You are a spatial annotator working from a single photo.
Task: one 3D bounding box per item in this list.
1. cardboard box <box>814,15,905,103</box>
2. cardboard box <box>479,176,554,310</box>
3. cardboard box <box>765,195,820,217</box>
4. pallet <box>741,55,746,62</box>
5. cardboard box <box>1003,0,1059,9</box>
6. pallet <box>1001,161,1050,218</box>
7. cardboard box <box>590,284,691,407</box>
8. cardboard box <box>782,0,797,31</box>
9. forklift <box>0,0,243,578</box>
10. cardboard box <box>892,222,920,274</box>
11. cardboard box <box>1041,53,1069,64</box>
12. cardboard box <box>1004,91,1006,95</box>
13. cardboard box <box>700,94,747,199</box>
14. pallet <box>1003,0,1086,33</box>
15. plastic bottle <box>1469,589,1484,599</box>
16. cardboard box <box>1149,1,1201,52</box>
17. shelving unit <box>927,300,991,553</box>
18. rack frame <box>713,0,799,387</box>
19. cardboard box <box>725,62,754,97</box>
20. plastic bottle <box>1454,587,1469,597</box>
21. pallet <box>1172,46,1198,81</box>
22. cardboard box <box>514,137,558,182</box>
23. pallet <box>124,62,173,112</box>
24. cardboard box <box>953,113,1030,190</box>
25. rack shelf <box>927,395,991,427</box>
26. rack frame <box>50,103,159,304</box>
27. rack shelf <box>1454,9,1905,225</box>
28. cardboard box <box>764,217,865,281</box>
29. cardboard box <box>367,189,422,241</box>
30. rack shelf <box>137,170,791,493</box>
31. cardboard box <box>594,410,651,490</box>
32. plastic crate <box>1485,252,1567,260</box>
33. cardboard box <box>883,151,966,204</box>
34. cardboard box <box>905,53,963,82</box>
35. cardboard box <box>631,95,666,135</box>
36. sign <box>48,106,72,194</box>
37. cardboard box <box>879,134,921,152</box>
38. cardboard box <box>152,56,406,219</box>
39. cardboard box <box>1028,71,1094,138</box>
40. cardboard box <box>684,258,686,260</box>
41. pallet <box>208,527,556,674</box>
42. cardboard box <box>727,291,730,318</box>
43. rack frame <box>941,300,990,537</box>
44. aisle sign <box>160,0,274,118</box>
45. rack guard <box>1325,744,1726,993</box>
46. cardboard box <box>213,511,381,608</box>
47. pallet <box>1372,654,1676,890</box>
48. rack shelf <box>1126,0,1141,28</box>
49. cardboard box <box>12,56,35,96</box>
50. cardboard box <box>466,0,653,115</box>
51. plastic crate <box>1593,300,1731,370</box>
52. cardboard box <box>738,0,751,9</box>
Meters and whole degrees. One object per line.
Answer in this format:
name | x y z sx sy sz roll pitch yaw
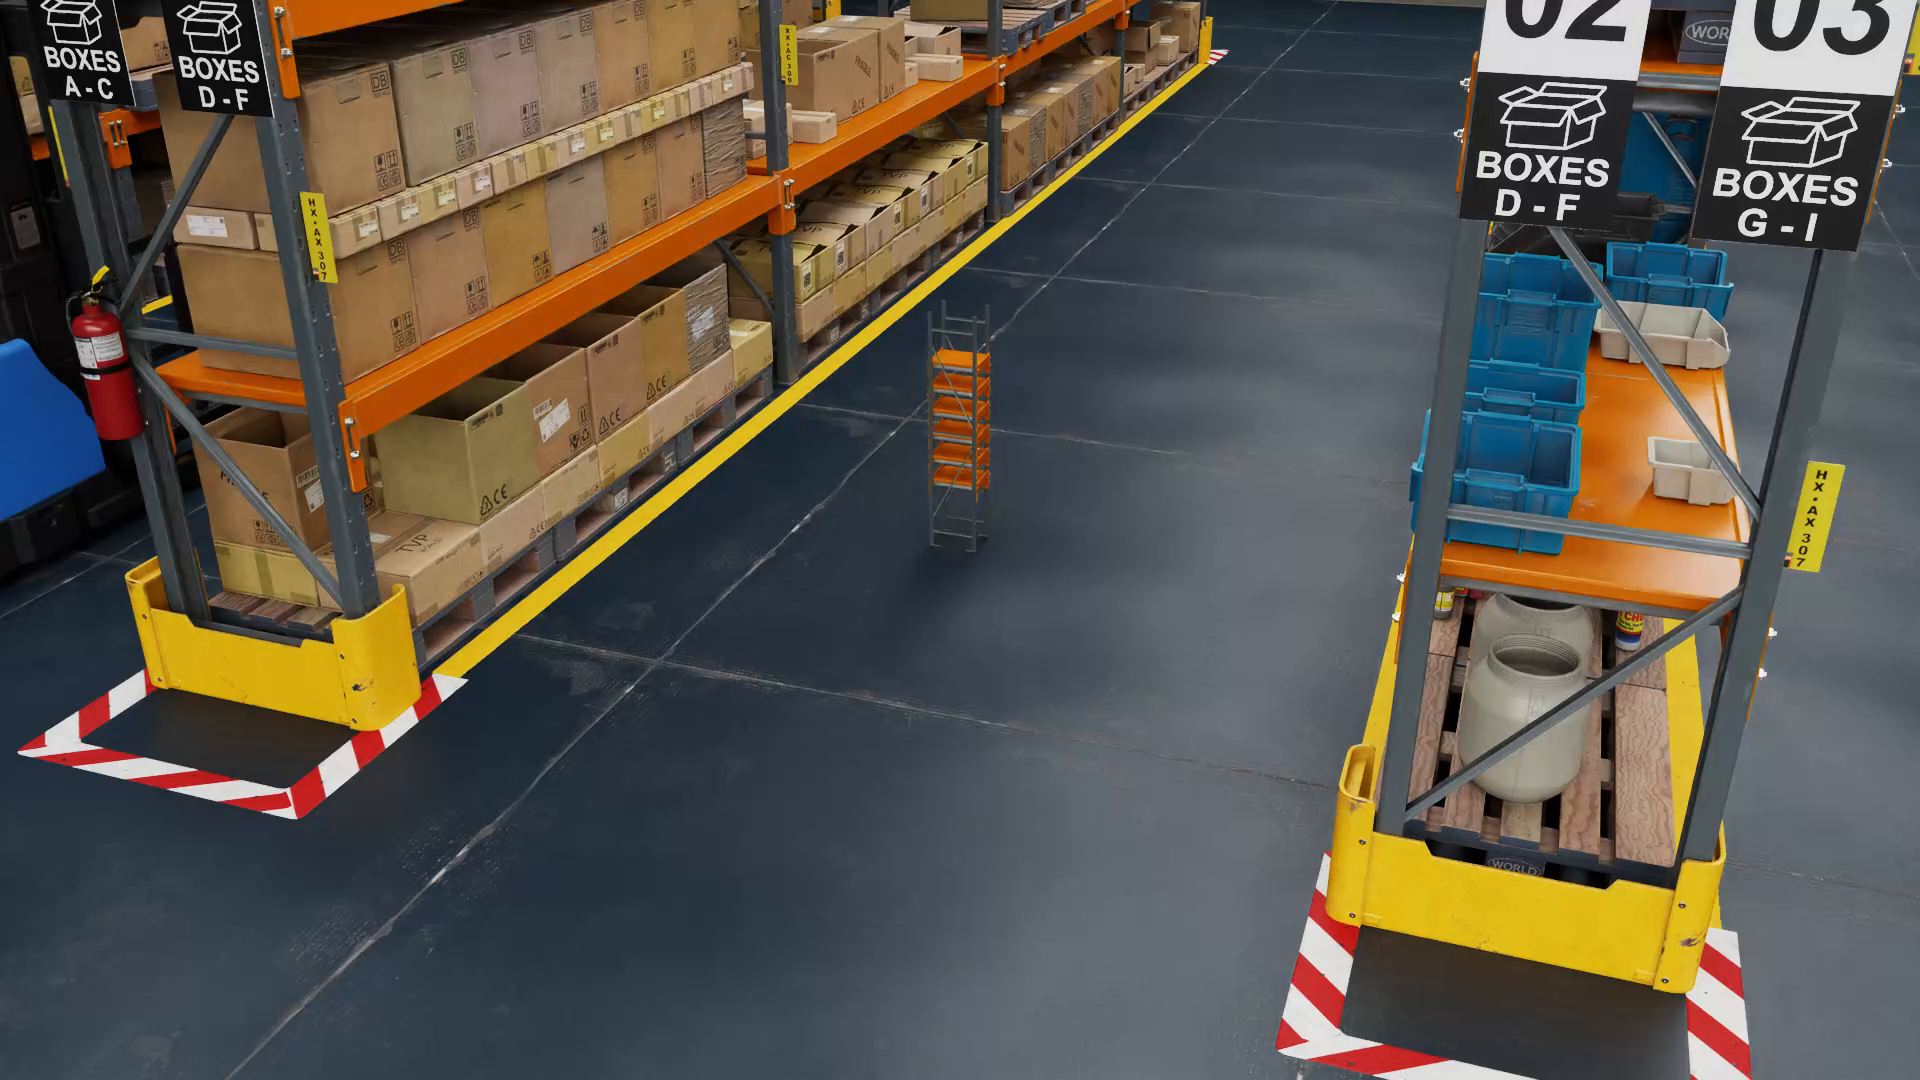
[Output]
cardboard box | -0.700 -3.381 11.676 0.500 0.500 0.500 7 27 15
cardboard box | -2.311 -1.395 7.574 0.700 0.500 0.500 9 27 18
cardboard box | -1.288 -2.215 11.413 0.500 0.311 0.500 9 27 17
pallet | -3.172 -5.435 19.232 1.003 0.211 1.213 9 27 17
cardboard box | 0.431 -4.885 14.301 0.700 0.500 0.500 14 29 27
pallet | 0.127 -3.074 14.357 1.003 0.211 1.213 9 27 17
cardboard box | -1.776 -1.041 8.771 0.500 0.500 0.500 9 27 17
cardboard box | -2.473 -6.588 20.802 0.700 0.500 0.500 9 27 17
forklift | -4.590 -1.651 8.297 1.130 2.935 3.031 8 27 16
cardboard box | -0.609 -2.097 11.813 0.500 0.250 0.500 9 27 18
cardboard box | 0.783 -4.581 16.633 0.500 0.500 0.500 8 27 15
cardboard box | 0.105 -3.732 14.879 0.500 0.500 0.500 8 27 16
cardboard box | -1.630 -2.246 9.332 0.700 0.500 0.500 8 27 16
pallet | 0.486 -4.741 14.821 1.003 0.211 1.213 9 27 17
plastic bottle | 2.259 0.101 7.211 0.061 0.283 0.133 9 27 17
cardboard box | 2.557 -6.129 19.830 0.500 0.500 0.500 9 27 17
shelving unit | -0.005 -0.534 7.976 0.258 1.200 0.189 9 27 17
rack frame | -1.488 -2.384 9.732 1.000 3.000 0.127 9 27 17
cardboard box | -1.377 -2.578 9.274 0.380 0.149 0.250 9 27 17
plastic bottle | 2.158 0.090 7.244 0.152 0.276 0.135 9 27 18
pallet | 2.215 -5.701 19.783 1.003 0.211 1.213 9 27 17
cardboard box | -2.059 -1.737 7.536 0.380 0.149 0.250 8 27 17
pallet | -5.769 -3.308 11.859 1.003 0.211 1.213 9 27 17
cardboard box | 0.264 -3.246 13.876 0.500 0.500 0.500 10 28 20
rack shelf | -0.005 -0.602 7.943 0.258 0.103 0.180 9 27 17
rack frame | -6.161 -3.101 11.212 1.000 3.000 0.127 9 27 17
rack shelf | 2.516 -1.869 6.051 1.077 0.370 4.000 9 27 17
cardboard box | -0.944 -1.927 10.817 0.500 0.311 0.500 8 27 17
cardboard box | -2.400 -1.316 6.667 0.380 0.149 0.250 8 27 16
rack shelf | -2.154 -1.238 8.191 1.077 0.370 4.000 9 27 17
cardboard box | -1.930 -0.496 8.506 0.500 0.250 0.500 9 27 17
plastic crate | 2.464 -1.052 7.224 0.450 0.188 0.662 9 27 17
cardboard box | -0.266 -2.766 12.551 0.500 0.311 0.500 8 27 17
cardboard box | -0.196 -3.505 12.335 0.380 0.149 0.250 9 27 17
cardboard box | -1.717 -2.160 8.411 0.380 0.149 0.250 9 27 17
sign | -3.326 -1.452 6.207 0.100 0.325 0.005 9 27 17
cardboard box | -0.608 -3.059 13.156 0.500 0.311 0.500 10 27 19
cardboard box | -2.634 -1.581 6.470 0.700 0.500 0.500 9 27 18
cardboard box | 0.940 -4.092 15.623 0.500 0.500 0.500 9 27 18
cardboard box | -1.938 -1.528 9.776 0.500 0.500 0.500 9 27 17
pallet | -2.604 0.194 7.606 1.003 0.211 1.213 9 27 17
cardboard box | -1.623 -1.548 10.678 0.500 0.250 0.500 8 27 17
rack frame | 0.026 -0.572 8.054 0.240 1.200 0.006 9 27 17
aisle sign | -2.552 -1.839 5.623 0.394 0.787 0.004 9 27 17
rack guard | 1.832 1.067 5.473 1.175 0.500 0.348 9 27 17
cardboard box | -2.919 0.045 7.388 0.500 0.250 0.500 9 27 17
pallet | 2.107 0.864 6.224 1.003 0.211 1.213 9 27 17
rack shelf | 1.840 -6.170 18.376 1.077 0.370 4.000 9 27 17
cardboard box | -6.026 -3.141 10.583 0.500 0.500 0.500 9 27 17
cardboard box | -1.964 -2.416 8.195 0.700 0.500 0.500 9 27 17
plastic crate | 2.880 -0.841 6.848 0.530 0.136 0.437 9 27 17
cardboard box | -2.693 -6.366 19.597 0.380 0.149 0.250 8 27 16
